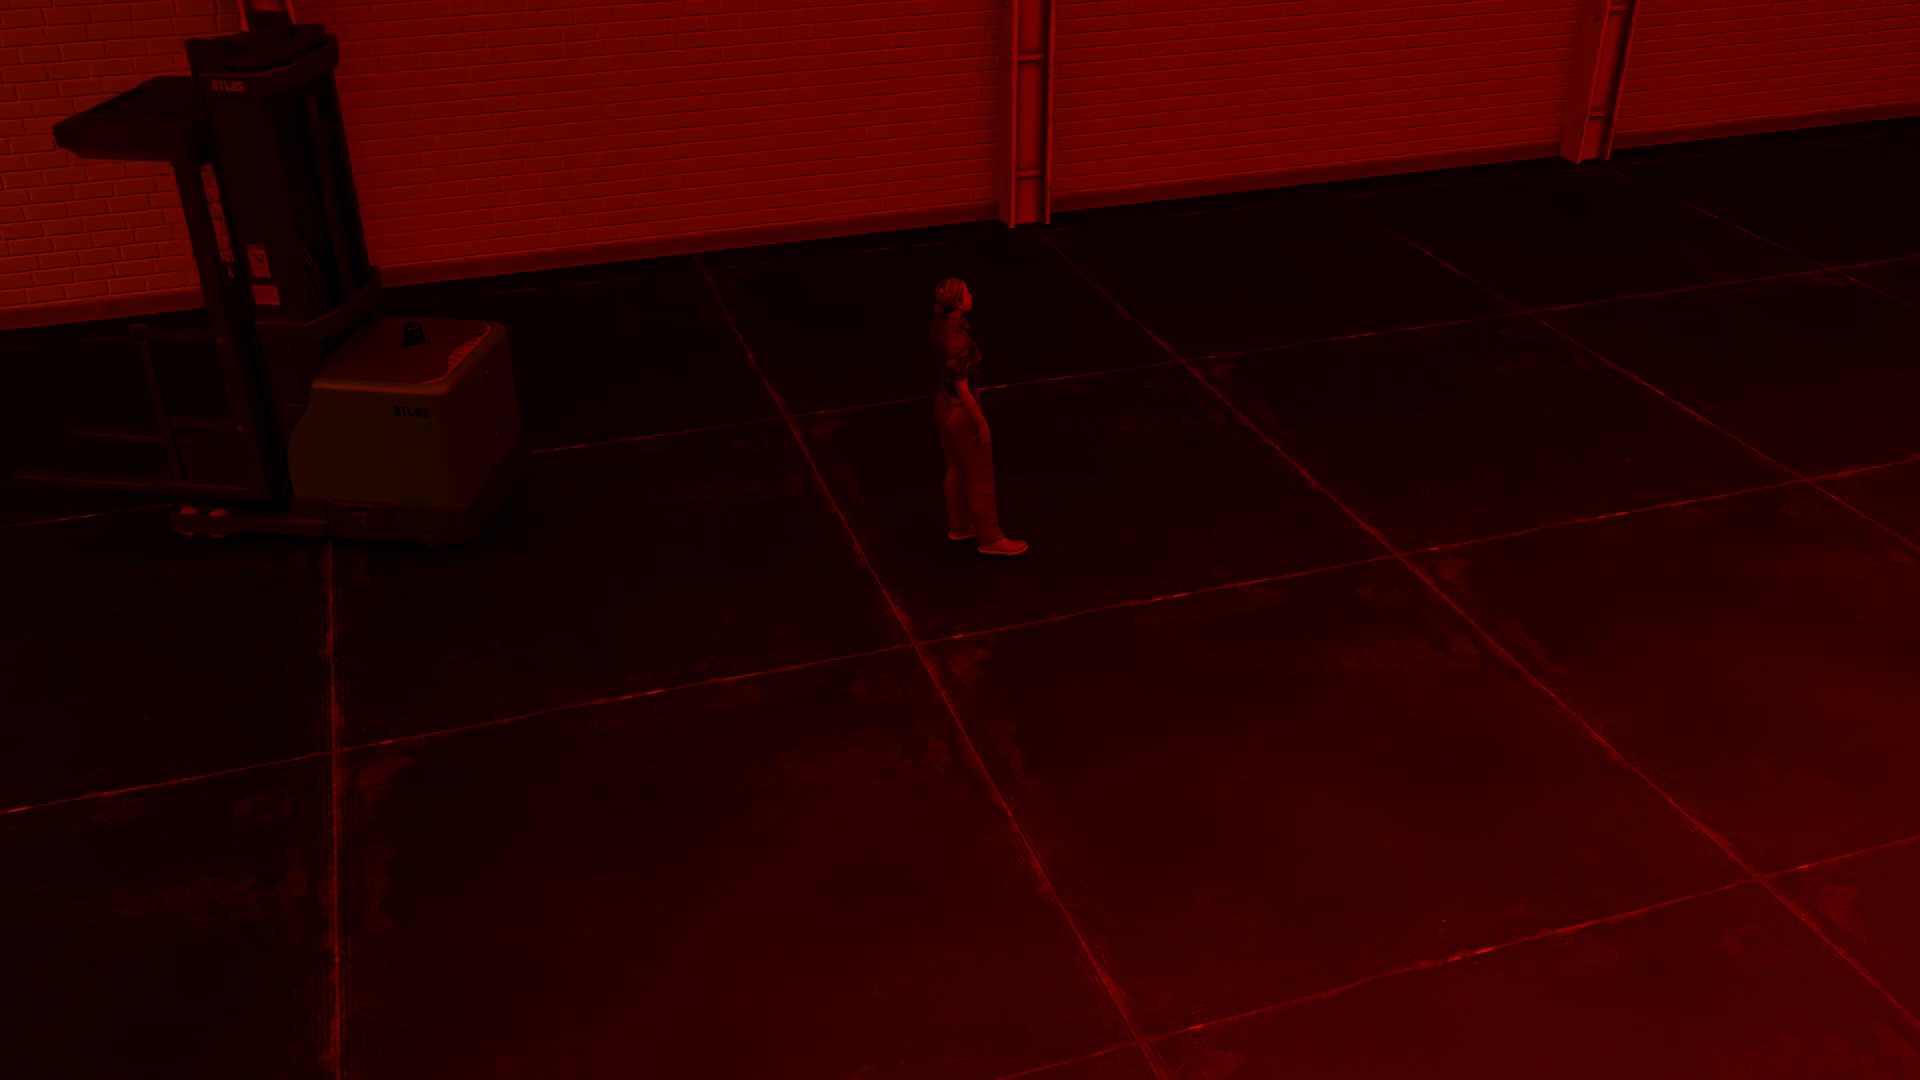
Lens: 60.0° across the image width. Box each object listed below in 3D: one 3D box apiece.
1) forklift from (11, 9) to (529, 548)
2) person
[{"bbox_3d":[-4.321,-1.541,9.766,3.031,2.935,1.130,4,30,7],"label":"forklift"},{"bbox_3d":[0.089,-0.728,9.618,0.503,1.656,0.570,-10,31,-16],"label":"person"}]
